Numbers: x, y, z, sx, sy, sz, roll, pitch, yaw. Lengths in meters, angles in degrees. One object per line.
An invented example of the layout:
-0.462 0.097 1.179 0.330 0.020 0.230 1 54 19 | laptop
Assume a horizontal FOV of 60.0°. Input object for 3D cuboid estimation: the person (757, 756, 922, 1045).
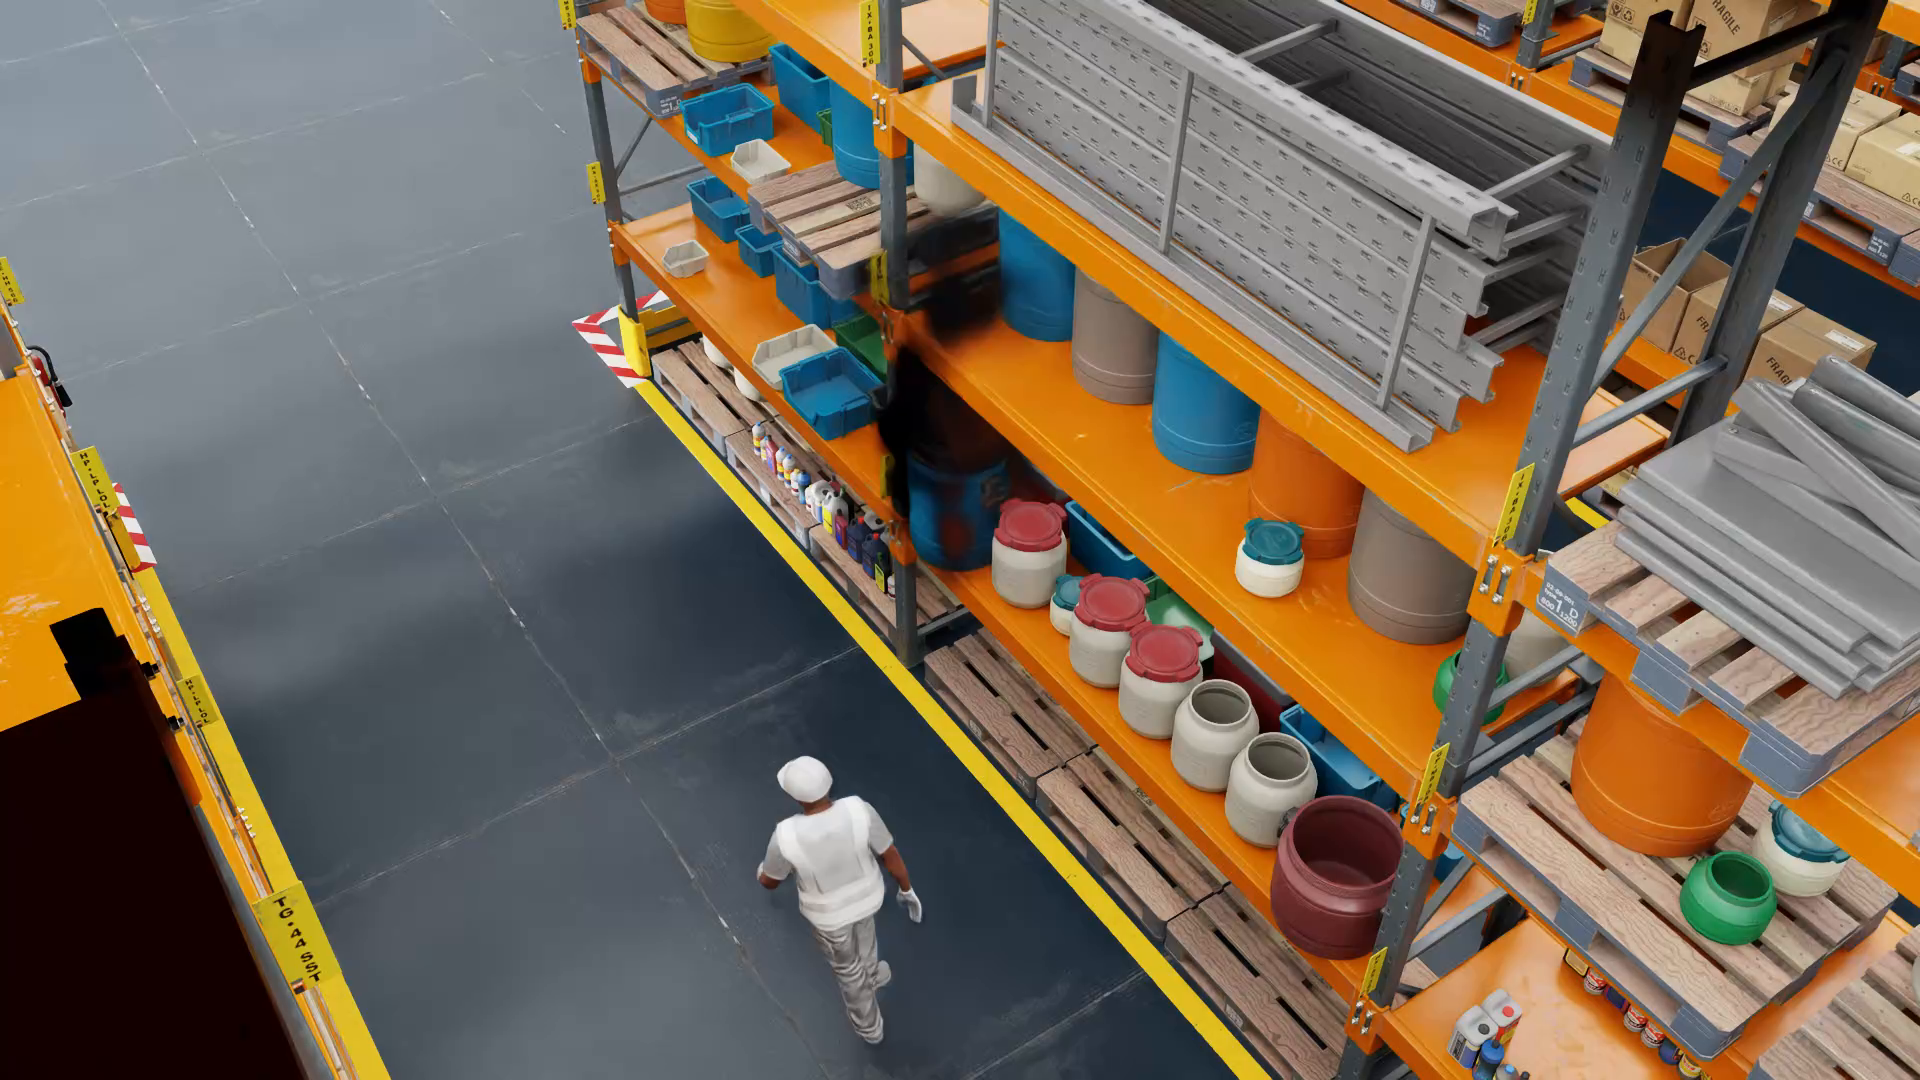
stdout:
-0.607 1.740 8.152 0.680 1.741 0.722 -18 46 -19 | person
